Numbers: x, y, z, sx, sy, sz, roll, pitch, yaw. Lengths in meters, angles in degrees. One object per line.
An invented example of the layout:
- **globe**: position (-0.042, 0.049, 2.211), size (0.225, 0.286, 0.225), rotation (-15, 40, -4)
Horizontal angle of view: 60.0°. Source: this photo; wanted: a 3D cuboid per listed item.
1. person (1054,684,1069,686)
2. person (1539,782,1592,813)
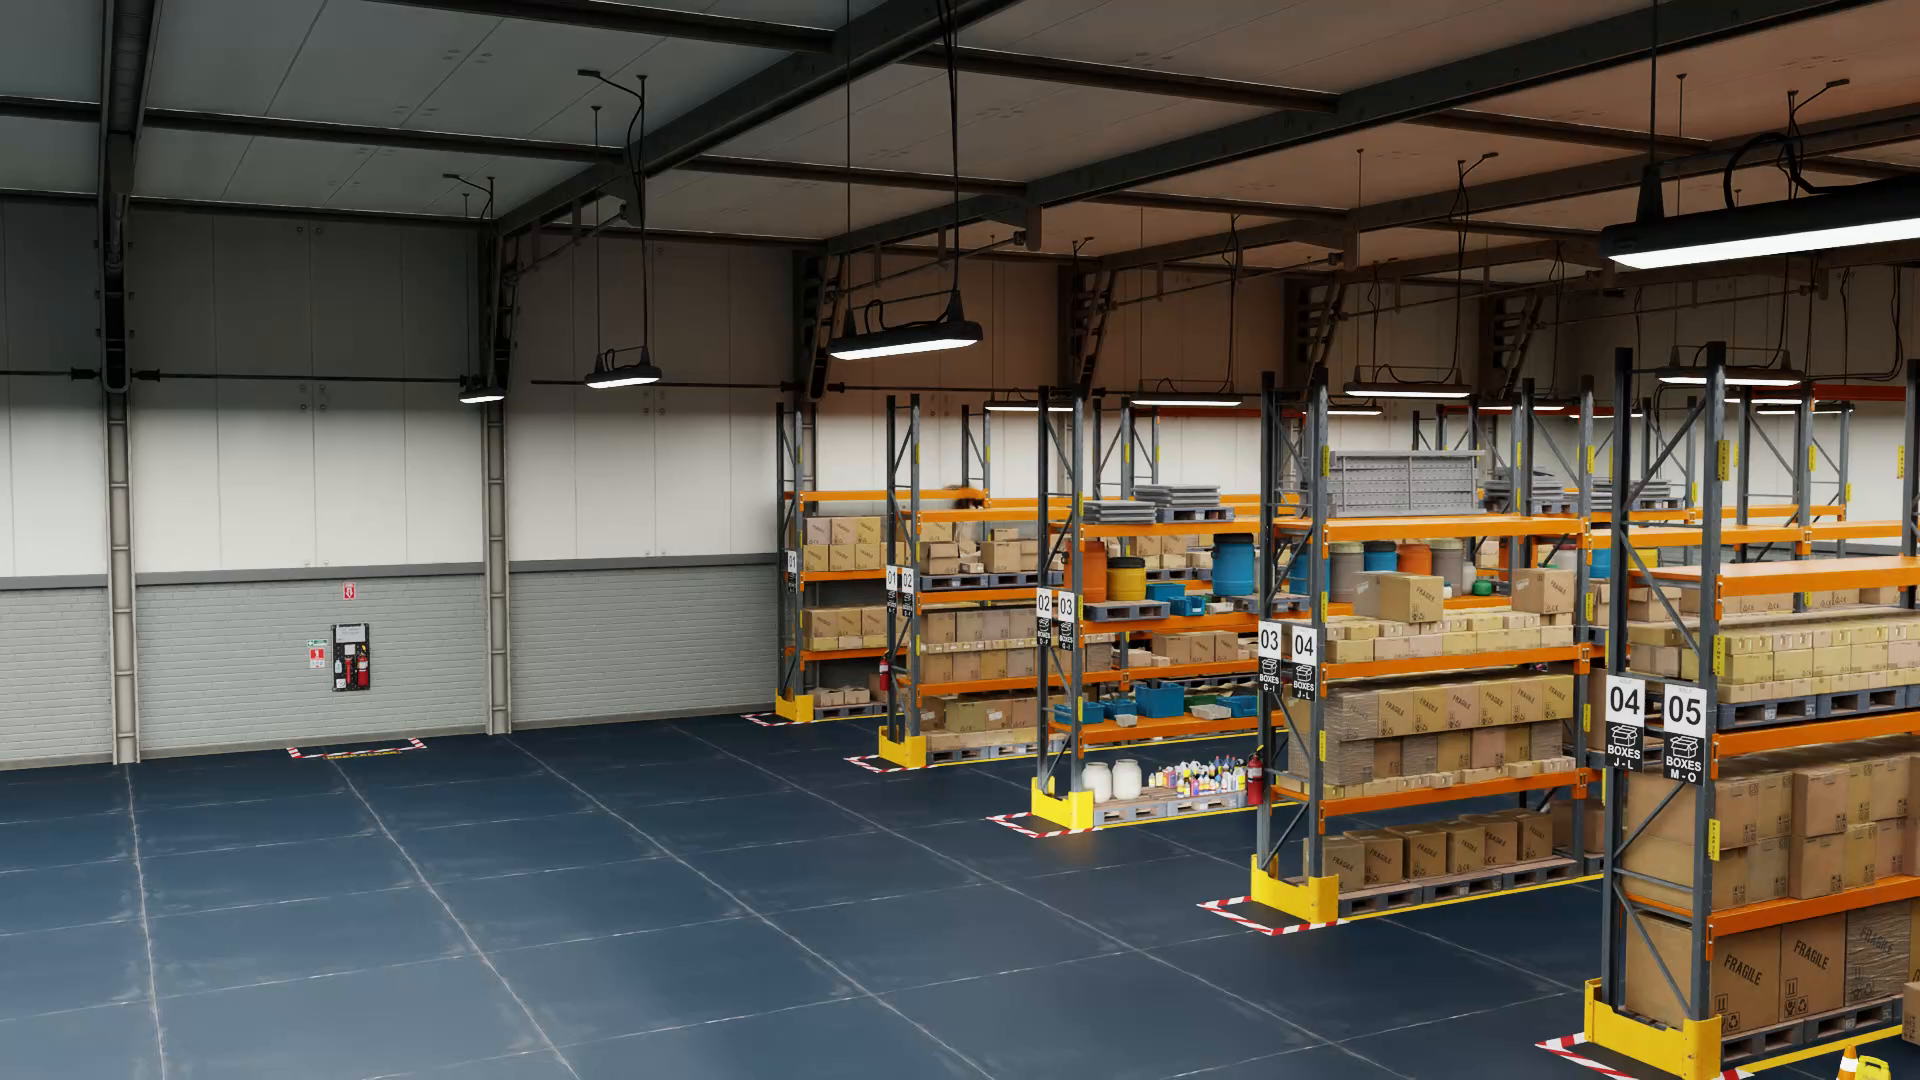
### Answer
- **person**: position (1.963, 2.573, 30.965), size (0.665, 1.655, 0.512), rotation (-2, 4, -30)
- **person**: position (8.636, 3.025, 23.546), size (0.982, 1.649, 0.418), rotation (-2, 4, -29)
